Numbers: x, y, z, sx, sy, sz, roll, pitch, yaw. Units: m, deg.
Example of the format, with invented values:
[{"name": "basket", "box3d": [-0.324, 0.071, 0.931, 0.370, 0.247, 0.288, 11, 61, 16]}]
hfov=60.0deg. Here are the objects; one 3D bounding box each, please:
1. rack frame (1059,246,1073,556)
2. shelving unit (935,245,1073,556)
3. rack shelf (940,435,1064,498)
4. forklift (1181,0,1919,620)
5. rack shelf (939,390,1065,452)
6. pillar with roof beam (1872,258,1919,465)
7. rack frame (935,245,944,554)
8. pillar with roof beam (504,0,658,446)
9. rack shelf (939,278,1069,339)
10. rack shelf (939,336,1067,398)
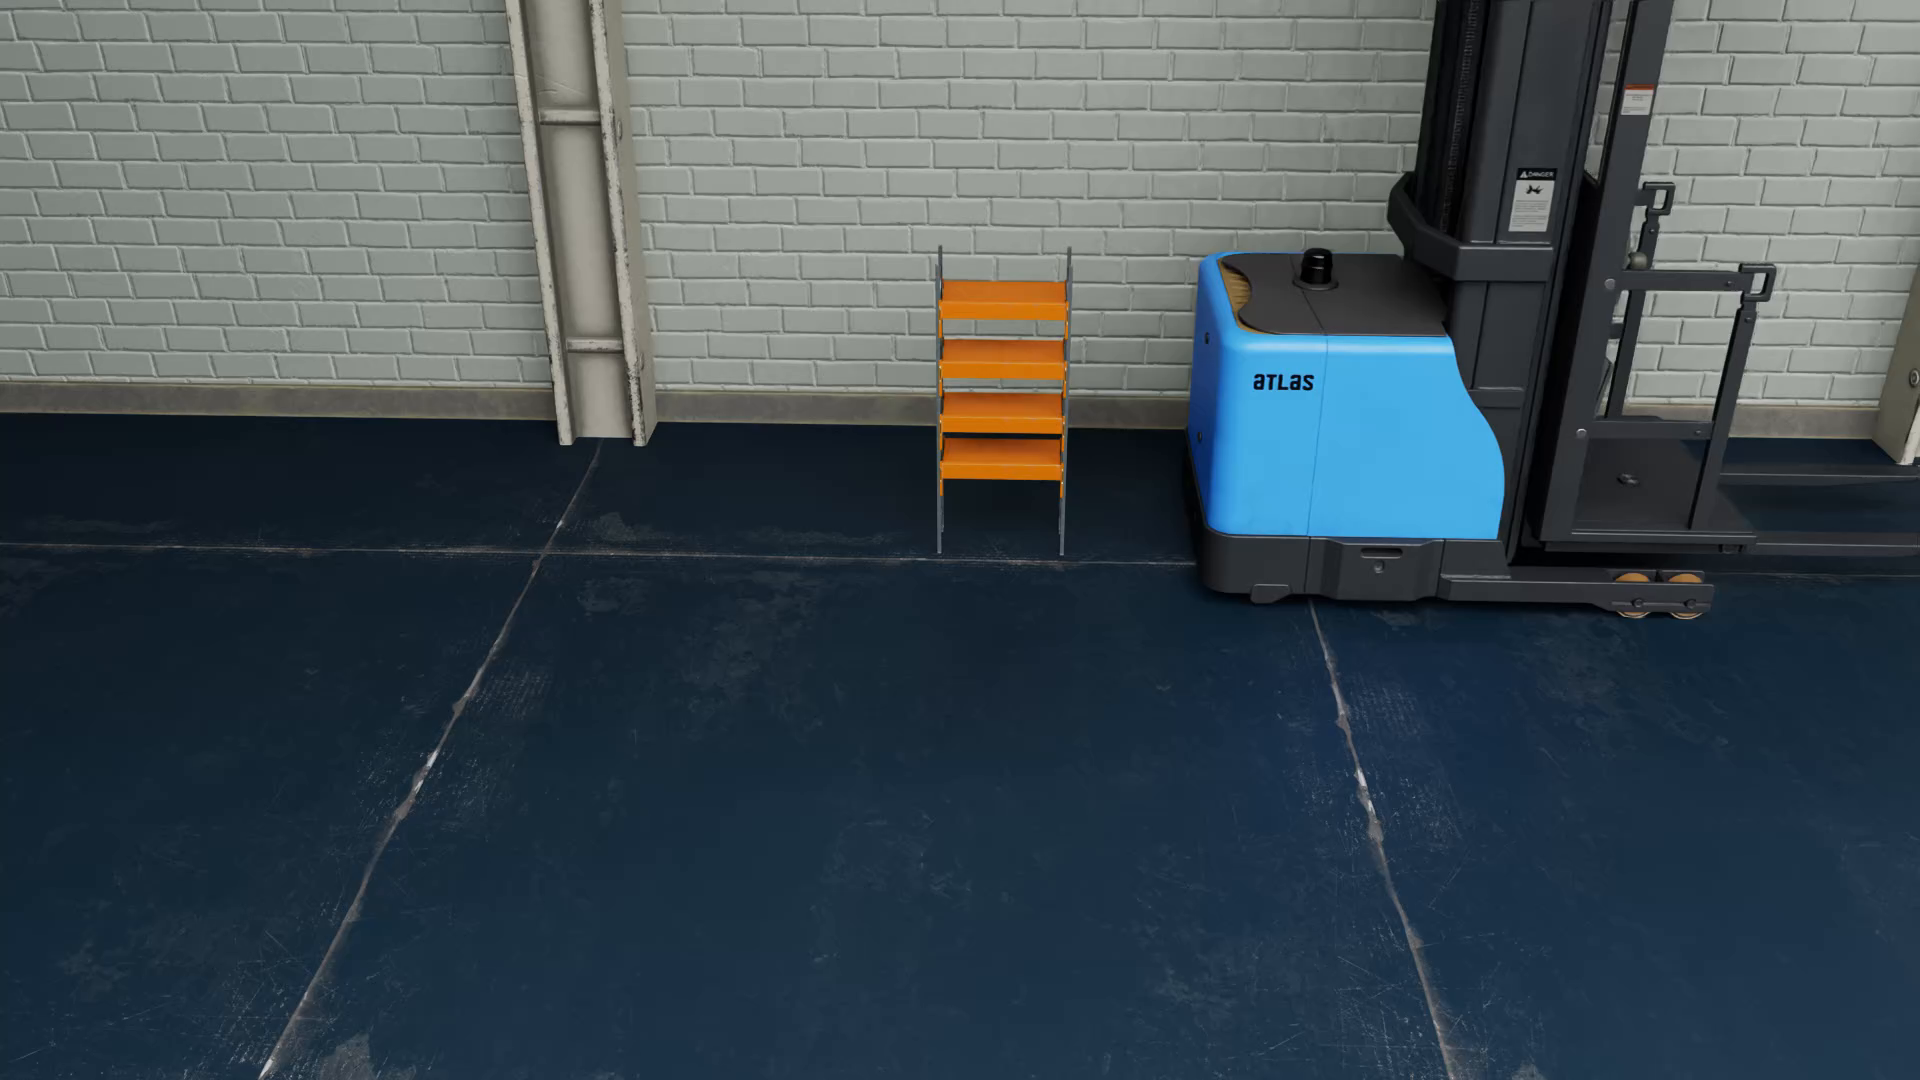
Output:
[{"name": "rack frame", "box3d": [0.409, -0.523, 6.456, 0.015, 1.200, 0.240, 1, 28, 2]}, {"name": "shelving unit", "box3d": [0.165, -0.527, 6.464, 0.503, 1.200, 0.258, 1, 28, 2]}, {"name": "rack shelf", "box3d": [0.165, -0.292, 6.588, 0.480, 0.148, 0.258, 1, 28, 2]}, {"name": "forklift", "box3d": [2.438, -1.254, 5.987, 3.031, 2.935, 1.130, 1, 28, 2]}, {"name": "rack shelf", "box3d": [0.165, -0.468, 6.495, 0.480, 0.148, 0.258, 1, 28, 2]}, {"name": "pillar with roof beam", "box3d": [4.223, -2.364, 1.601, 0.400, 9.000, 9.100, 1, 28, 2]}, {"name": "rack frame", "box3d": [-0.078, -0.531, 6.471, 0.015, 1.200, 0.240, 1, 28, 2]}, {"name": "pillar with roof beam", "box3d": [-1.773, -2.463, 1.789, 0.400, 9.000, 9.100, 1, 28, 2]}, {"name": "rack shelf", "box3d": [0.165, -0.875, 6.280, 0.480, 0.148, 0.258, 1, 28, 2]}, {"name": "rack shelf", "box3d": [0.165, -0.666, 6.391, 0.480, 0.148, 0.258, 1, 28, 2]}]
